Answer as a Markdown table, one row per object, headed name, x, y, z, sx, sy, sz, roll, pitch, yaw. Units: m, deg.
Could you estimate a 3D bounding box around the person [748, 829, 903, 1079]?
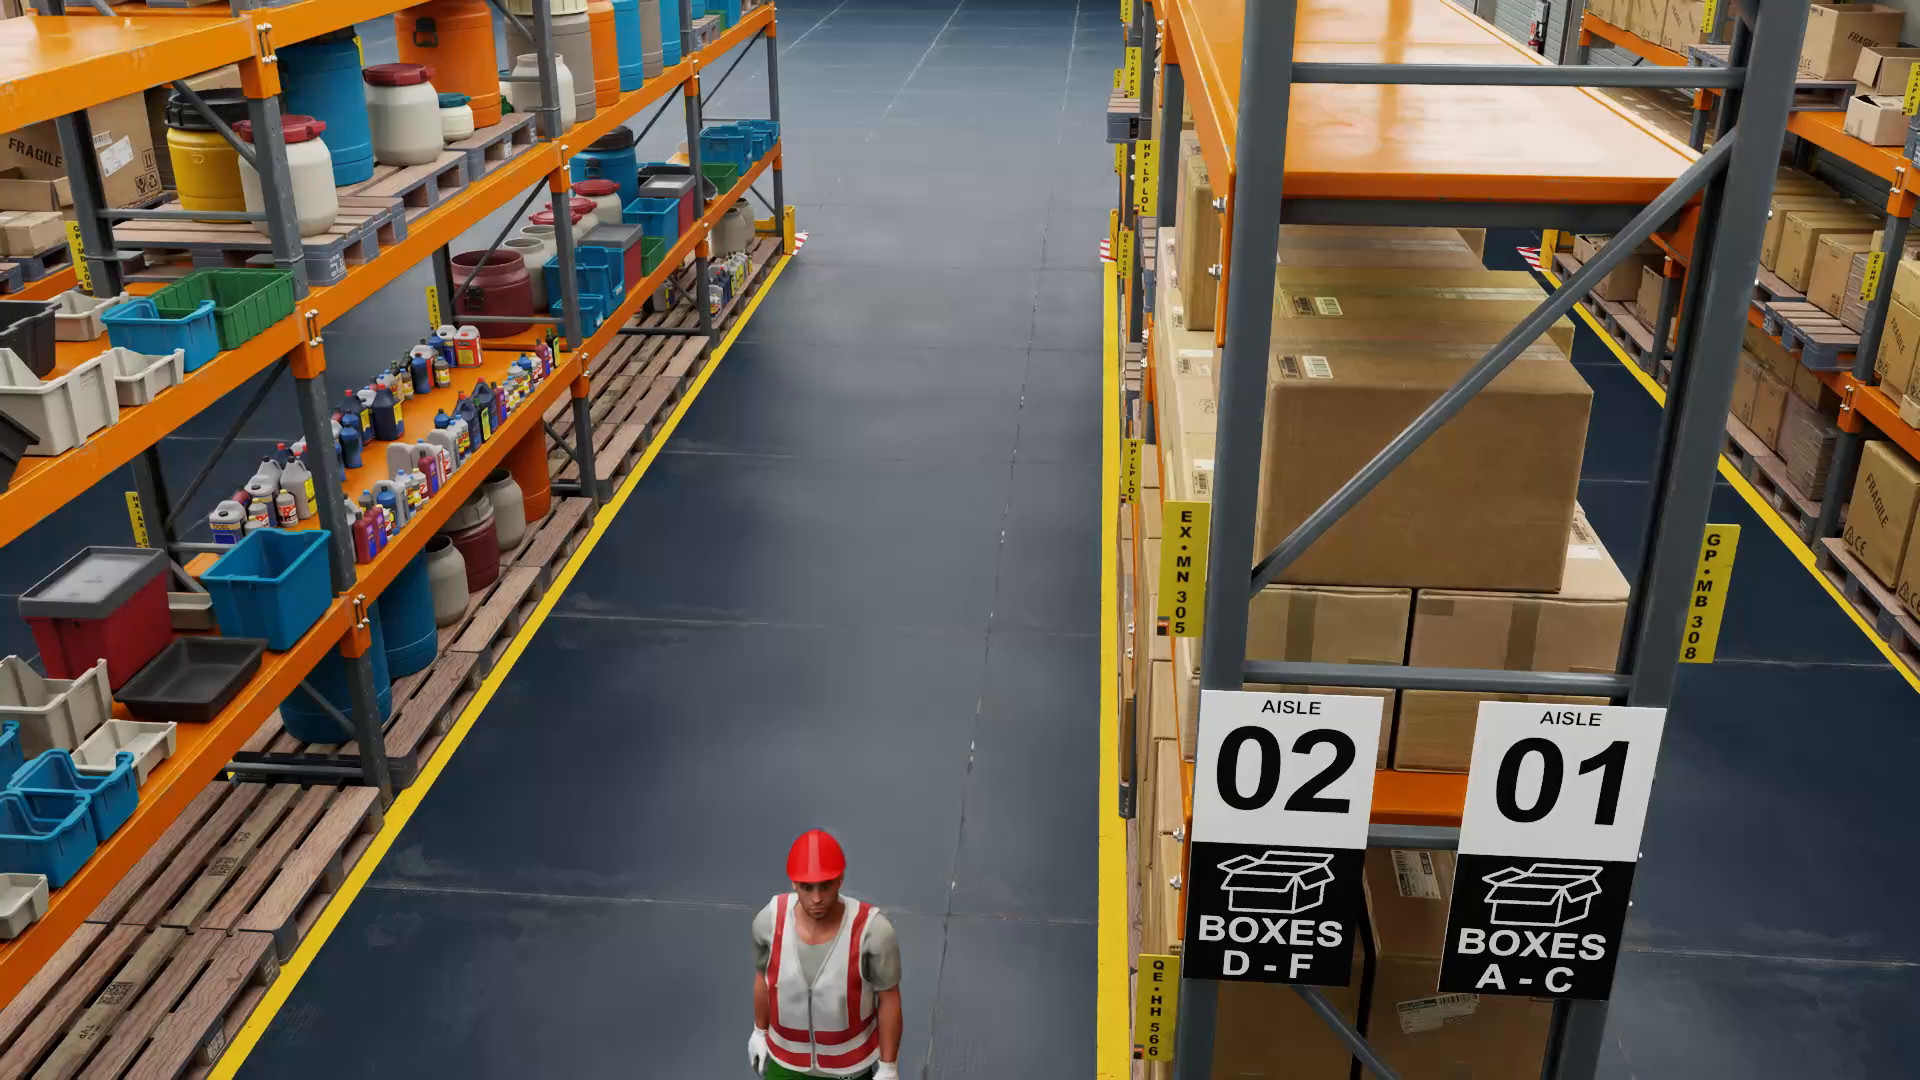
| name | x | y | z | sx | sy | sz | roll | pitch | yaw |
| --- | --- | --- | --- | --- | --- | --- | --- | --- | --- |
| person | -0.491 | 1.864 | 5.856 | 0.588 | 1.831 | 0.499 | 3 | 24 | 6 |
